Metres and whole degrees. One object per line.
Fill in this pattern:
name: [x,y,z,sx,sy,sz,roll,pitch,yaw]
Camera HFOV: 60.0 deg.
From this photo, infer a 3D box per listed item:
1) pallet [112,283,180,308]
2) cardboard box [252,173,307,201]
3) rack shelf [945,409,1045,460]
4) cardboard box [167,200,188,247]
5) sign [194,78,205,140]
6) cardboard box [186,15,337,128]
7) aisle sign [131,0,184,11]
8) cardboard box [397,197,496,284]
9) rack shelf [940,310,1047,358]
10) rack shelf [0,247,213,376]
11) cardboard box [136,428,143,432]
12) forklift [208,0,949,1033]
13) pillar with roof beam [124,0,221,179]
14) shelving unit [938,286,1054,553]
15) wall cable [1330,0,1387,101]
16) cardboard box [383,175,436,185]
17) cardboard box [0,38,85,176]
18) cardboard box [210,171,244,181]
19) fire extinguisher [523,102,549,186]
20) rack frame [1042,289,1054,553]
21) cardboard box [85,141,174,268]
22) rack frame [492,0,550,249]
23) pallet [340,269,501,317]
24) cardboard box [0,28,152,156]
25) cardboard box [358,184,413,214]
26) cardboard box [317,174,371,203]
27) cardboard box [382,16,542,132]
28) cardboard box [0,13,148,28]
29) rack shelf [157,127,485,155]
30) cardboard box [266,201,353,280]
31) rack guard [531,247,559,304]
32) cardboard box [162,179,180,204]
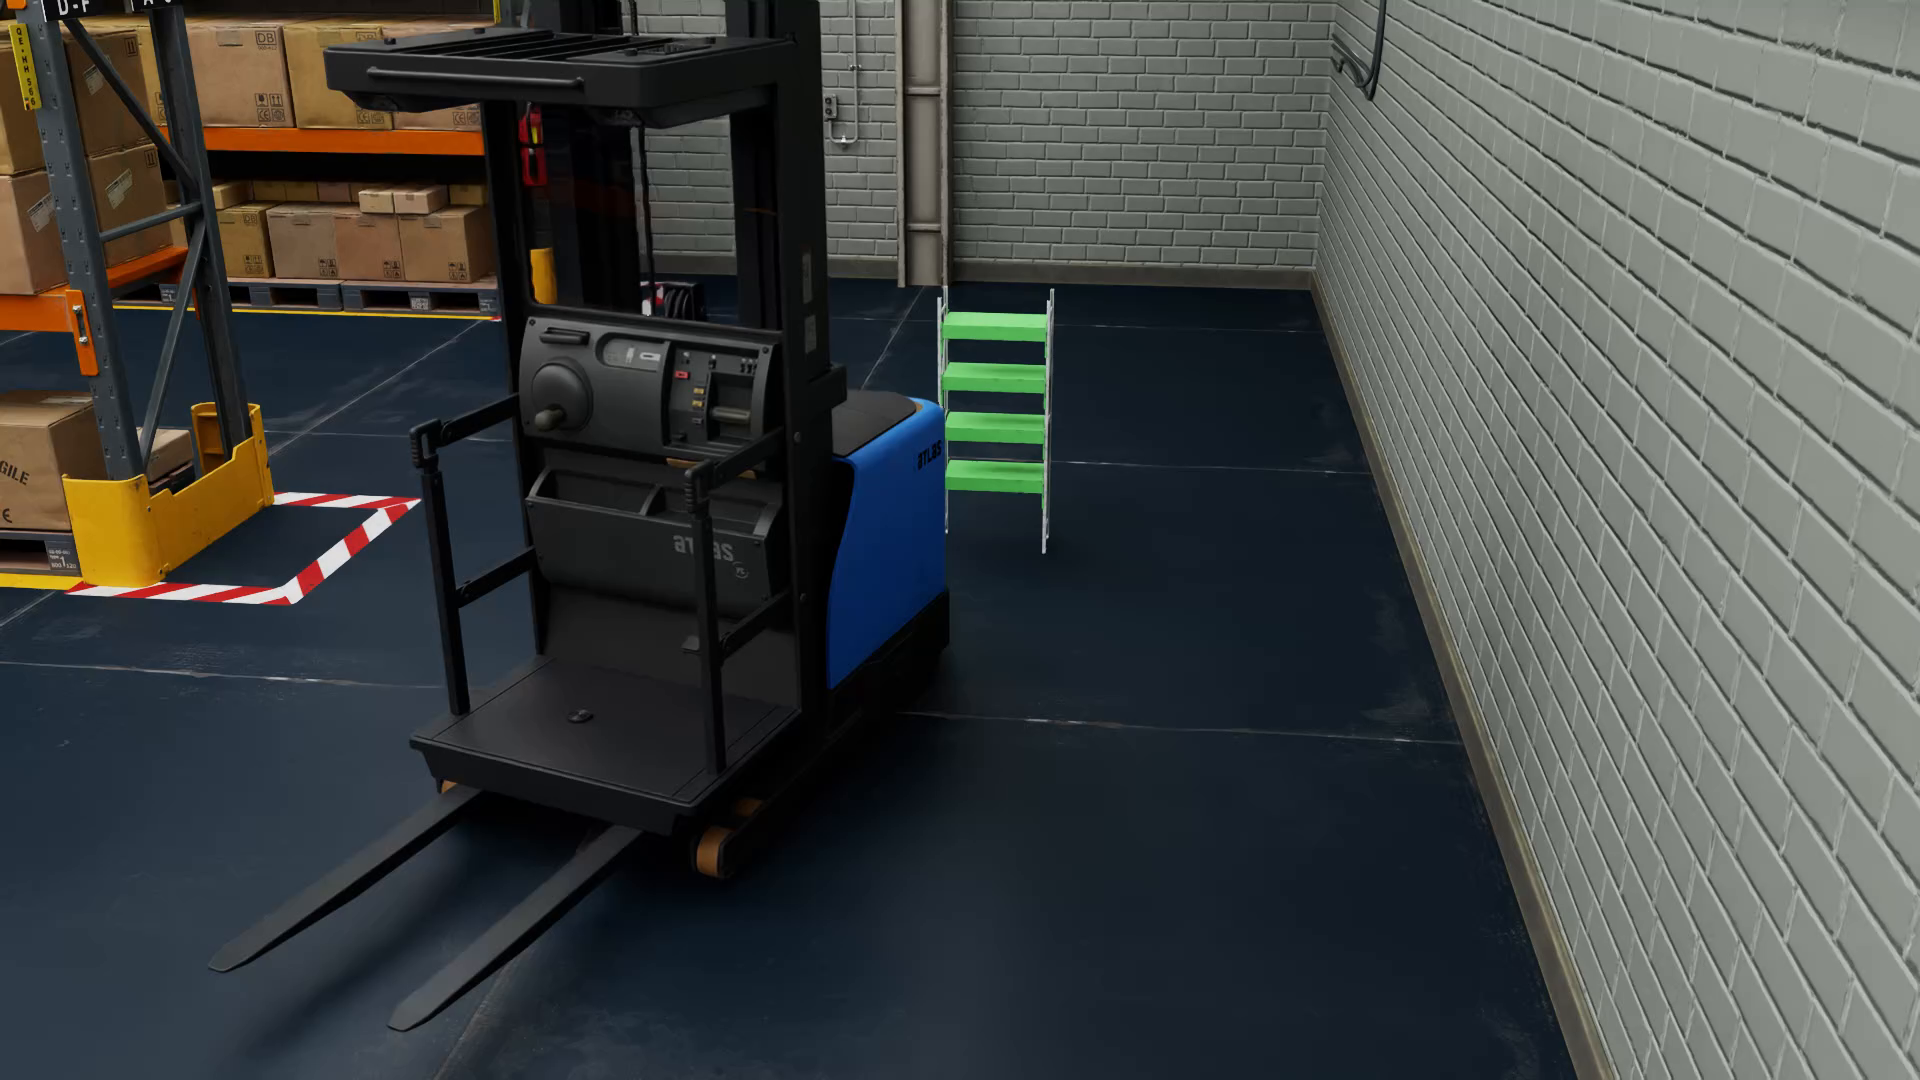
pallet: [-6.277,-2.020,12.763,1.213,0.211,1.003,2,22,6]
cardboard box: [-5.120,-2.667,12.551,0.250,0.149,0.380,2,22,5]
rack shelf: [0.164,-0.491,7.725,0.480,0.148,0.258,2,22,6]
cardboard box: [-5.794,-2.319,12.553,0.500,0.500,0.700,2,22,6]
sign: [-3.566,-1.997,7.734,0.005,0.325,0.100,2,22,6]
cardboard box: [-5.038,-3.427,12.120,0.700,0.700,0.980,1,22,4]
aisle sign: [-3.527,-2.710,7.178,0.004,0.787,0.394,2,22,6]
cardboard box: [-3.757,-2.232,12.334,0.500,0.500,0.700,2,22,6]
rack shelf: [0.164,-0.938,7.548,0.480,0.148,0.258,2,22,6]
rack shelf: [-5.616,-1.149,7.744,4.000,0.370,1.077,2,22,6]
cardboard box: [-4.253,-0.438,8.223,0.250,0.166,0.380,2,22,6]
forklift: [-1.099,-0.474,5.153,1.130,2.935,3.031,9,23,22]
pillar with roof beam: [-6.732,-4.882,8.049,0.400,9.000,9.100,2,22,6]
shelving unit: [0.164,-0.551,7.701,0.503,1.200,0.258,2,22,6]
wall cable: [2.524,-4.176,10.487,0.112,2.526,3.097,2,22,6]
cardboard box: [-4.113,-2.623,12.441,0.250,0.149,0.380,3,22,6]
cardboard box: [-4.104,-1.827,6.985,0.500,0.500,0.500,2,22,6]
cardboard box: [-5.628,-2.689,12.607,0.250,0.149,0.380,2,22,5]
fire extinguisher: [-2.955,-2.821,11.608,0.183,0.674,0.296,2,22,6]
rack frame: [0.407,-0.540,7.674,0.015,1.200,0.240,2,22,6]
cardboard box: [-4.039,-1.559,7.666,0.500,0.500,0.500,3,22,7]
rack frame: [-3.051,-3.205,11.968,0.127,3.000,1.000,2,22,6]
pallet: [-3.854,-1.915,12.496,1.213,0.211,1.003,2,22,6]
cardboard box: [-4.039,-2.024,7.482,0.500,0.500,0.500,3,22,8]
cardboard box: [-4.160,-2.483,12.088,0.250,0.149,0.380,3,22,8]
cardboard box: [-4.614,-2.645,12.496,0.250,0.149,0.380,3,22,7]
cardboard box: [-3.558,-3.363,11.959,0.700,0.700,0.980,3,22,9]
cardboard box: [-6.486,-3.488,12.276,0.700,0.700,0.980,3,22,7]
rack shelf: [-5.037,-2.957,12.319,4.000,0.370,1.077,2,22,6]
cardboard box: [-4.754,-2.275,12.443,0.500,0.500,0.700,2,22,5]
rack guard: [-3.027,-2.042,12.425,0.348,0.500,1.175,2,22,6]
cardboard box: [-5.974,-2.562,12.286,0.250,0.149,0.380,3,22,8]
